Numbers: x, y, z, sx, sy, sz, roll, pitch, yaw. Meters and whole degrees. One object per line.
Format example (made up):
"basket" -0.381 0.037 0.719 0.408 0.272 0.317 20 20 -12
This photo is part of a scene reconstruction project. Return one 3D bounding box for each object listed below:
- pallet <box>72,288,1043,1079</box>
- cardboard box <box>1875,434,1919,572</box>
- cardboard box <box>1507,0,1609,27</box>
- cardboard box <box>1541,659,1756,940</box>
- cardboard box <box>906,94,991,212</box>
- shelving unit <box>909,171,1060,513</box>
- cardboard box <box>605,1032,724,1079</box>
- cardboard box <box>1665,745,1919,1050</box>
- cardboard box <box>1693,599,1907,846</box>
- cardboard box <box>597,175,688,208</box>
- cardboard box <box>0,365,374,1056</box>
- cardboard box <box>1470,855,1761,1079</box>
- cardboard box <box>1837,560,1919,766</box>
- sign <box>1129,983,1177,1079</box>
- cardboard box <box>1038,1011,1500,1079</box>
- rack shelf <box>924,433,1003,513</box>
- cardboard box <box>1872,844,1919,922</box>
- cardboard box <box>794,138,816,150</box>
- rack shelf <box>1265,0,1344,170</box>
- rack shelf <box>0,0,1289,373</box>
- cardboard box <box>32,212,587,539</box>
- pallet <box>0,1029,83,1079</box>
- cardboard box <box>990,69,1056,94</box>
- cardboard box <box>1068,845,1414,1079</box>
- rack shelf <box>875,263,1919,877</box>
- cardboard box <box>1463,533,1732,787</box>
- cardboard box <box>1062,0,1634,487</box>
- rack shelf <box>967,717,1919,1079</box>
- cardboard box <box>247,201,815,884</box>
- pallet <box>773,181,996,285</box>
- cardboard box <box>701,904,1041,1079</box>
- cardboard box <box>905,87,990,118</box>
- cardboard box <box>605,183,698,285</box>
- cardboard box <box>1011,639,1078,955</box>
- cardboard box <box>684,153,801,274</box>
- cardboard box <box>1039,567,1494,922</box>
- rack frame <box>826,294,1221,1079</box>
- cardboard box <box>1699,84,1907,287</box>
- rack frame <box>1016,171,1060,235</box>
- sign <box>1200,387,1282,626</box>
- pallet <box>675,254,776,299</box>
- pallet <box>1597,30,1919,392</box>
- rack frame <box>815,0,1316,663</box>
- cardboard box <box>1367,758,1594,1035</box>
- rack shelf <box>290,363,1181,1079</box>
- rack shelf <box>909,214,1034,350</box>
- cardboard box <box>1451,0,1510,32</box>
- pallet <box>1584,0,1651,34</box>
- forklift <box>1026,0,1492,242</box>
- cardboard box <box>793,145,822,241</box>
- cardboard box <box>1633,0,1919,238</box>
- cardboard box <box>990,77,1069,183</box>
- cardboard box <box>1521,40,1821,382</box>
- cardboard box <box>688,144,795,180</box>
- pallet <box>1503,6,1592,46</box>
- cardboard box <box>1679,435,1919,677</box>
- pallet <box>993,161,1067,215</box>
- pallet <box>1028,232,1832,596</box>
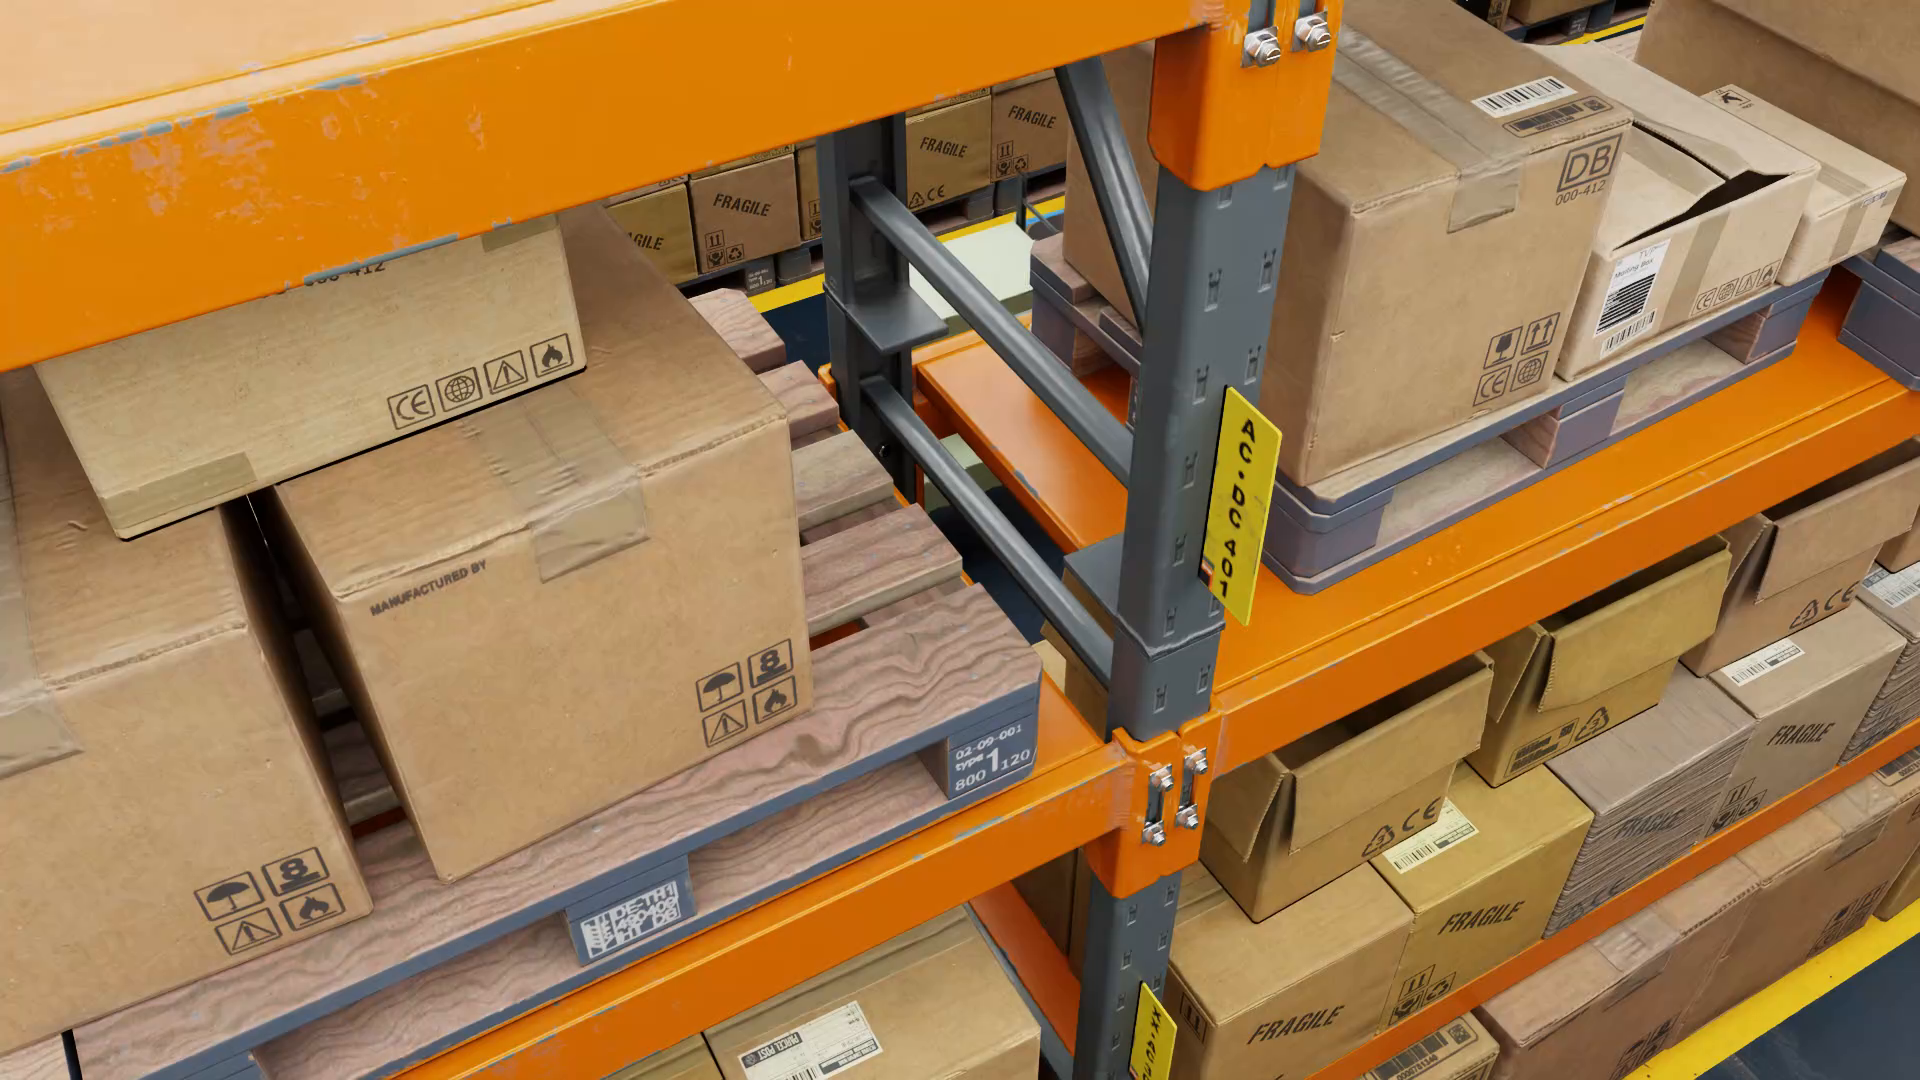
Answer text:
"pallet" -0.649 0.153 2.348 1.213 0.211 1.003 -22 48 -21
"cardboard box" 2.325 -0.395 4.211 0.637 0.503 0.797 -21 48 -20
"cardboard box" 3.287 -3.627 9.647 0.750 0.750 1.050 -22 48 -21
"cardboard box" 1.458 0.528 3.981 0.500 0.500 0.500 -23 49 -22
"cardboard box" -0.193 -1.994 8.144 0.500 0.500 0.500 -24 49 -23
"shelving unit" -0.011 -0.536 6.226 0.755 1.500 0.431 -21 48 -20
"cardboard box" -0.637 1.091 2.828 0.500 0.500 0.500 -21 48 -21
"cardboard box" 2.148 0.676 5.124 0.875 0.875 1.225 -22 48 -21
"cardboard box" 1.904 0.345 4.169 0.500 0.500 0.500 -21 48 -20
"cardboard box" -1.546 -1.729 7.333 0.500 0.250 0.500 -24 49 -23
"cardboard box" -1.052 0.113 1.880 0.500 0.500 0.700 -19 47 -19
"cardboard box" 1.385 0.988 4.803 0.875 0.875 1.225 -23 49 -22
"cardboard box" 2.345 0.169 4.350 0.500 0.500 0.500 -23 49 -22
"sign" 0.343 0.916 2.974 0.005 0.325 0.100 -22 48 -21
"cardboard box" 0.610 1.298 4.483 0.875 0.875 1.225 -22 48 -21
"rack shelf" -0.011 -0.302 6.453 0.720 0.370 0.431 -21 48 -20
"cardboard box" 2.925 0.371 5.438 0.875 0.875 1.225 -24 49 -23
"cardboard box" -0.641 -2.090 7.704 0.500 0.250 0.500 -20 48 -19
"rack shelf" 1.799 -1.525 2.663 4.000 0.370 1.077 -22 48 -21
"rack shelf" -1.669 -0.137 1.233 4.000 0.370 1.077 -22 48 -21
"cardboard box" -0.753 -0.325 1.794 0.500 0.250 0.500 -25 49 -23
"pallet" -1.706 0.574 1.915 1.213 0.211 1.003 -22 48 -21
"cardboard box" 0.255 -2.443 8.068 0.500 0.250 0.500 -21 48 -20
"cardboard box" 0.589 0.876 3.622 0.500 0.500 0.500 -22 48 -21
"rack shelf" 1.799 -0.592 3.569 4.000 0.370 1.077 -22 48 -21
"cardboard box" 1.216 0.067 3.735 0.637 0.503 0.797 -21 48 -21
"cardboard box" 0.563 -0.550 2.636 0.500 0.500 0.700 -21 48 -20
"rack shelf" 1.799 0.485 4.613 4.000 0.370 1.077 -22 48 -21
"cardboard box" -0.583 -0.071 2.070 0.500 0.500 0.700 -25 49 -23
"pallet" -0.585 -1.806 8.459 1.213 0.211 1.003 -22 48 -21
"cardboard box" -0.200 0.919 3.004 0.500 0.500 0.500 -20 48 -20
"cardboard box" -0.193 -2.276 7.896 0.500 0.250 0.500 -21 48 -20
"cardboard box" -1.545 -1.460 7.593 0.500 0.500 0.500 -20 48 -19
"cardboard box" 0.335 0.557 3.950 0.500 0.500 0.500 -22 48 -21
"cardboard box" -1.087 -1.644 7.784 0.500 0.500 0.500 -20 48 -19
"cardboard box" 0.615 0.298 3.497 0.637 0.503 0.797 -23 49 -22
"rack frame" 0.065 0.921 3.648 0.127 3.000 1.000 -22 48 -21
"cardboard box" 1.431 -0.642 2.983 0.250 0.149 0.380 -24 49 -23
"rack frame" 0.310 -0.658 6.351 0.023 1.500 0.400 -21 48 -20
"sign" 0.343 -0.035 2.051 0.005 0.325 0.100 -22 48 -21
"pallet" -1.644 -1.380 8.020 1.213 0.211 1.003 -22 48 -21
"pallet" 2.033 -0.831 3.434 1.213 0.211 1.003 -20 47 -19
"rack frame" 0.065 -1.232 1.558 0.127 3.000 1.000 -22 48 -21
"cardboard box" 1.024 0.701 3.802 0.500 0.500 0.500 -22 48 -21
"rack shelf" -1.669 0.796 2.139 4.000 0.370 1.077 -22 48 -21
"rack shelf" -0.011 -0.816 5.954 0.720 0.370 0.431 -21 48 -20
"cardboard box" 2.479 -3.303 9.314 0.750 0.750 1.050 -21 48 -20
"pallet" 3.987 -3.571 10.278 1.213 0.211 1.003 -22 48 -21
"forklift" 1.681 -1.665 6.361 3.031 2.935 1.130 -19 47 -19
"cardboard box" -0.640 -1.834 7.979 0.500 0.500 0.500 -21 48 -20
"cardboard box" 1.773 -1.010 3.107 0.637 0.503 0.797 -22 48 -21
"cardboard box" 0.258 -2.187 8.343 0.500 0.500 0.500 -20 48 -19
"cardboard box" 1.061 -0.601 2.824 0.500 0.311 0.500 -23 49 -22
"cardboard box" -1.085 -1.916 7.525 0.500 0.250 0.500 -21 48 -20
"pallet" 2.928 -3.145 9.839 1.213 0.211 1.003 -22 48 -21
"cardboard box" 1.747 -0.158 3.967 0.637 0.503 0.797 -20 48 -20
"pallet" 0.472 -2.227 8.893 1.213 0.211 1.003 -22 48 -21
"pallet" 0.836 -0.435 3.028 1.217 0.209 0.805 -24 49 -22
